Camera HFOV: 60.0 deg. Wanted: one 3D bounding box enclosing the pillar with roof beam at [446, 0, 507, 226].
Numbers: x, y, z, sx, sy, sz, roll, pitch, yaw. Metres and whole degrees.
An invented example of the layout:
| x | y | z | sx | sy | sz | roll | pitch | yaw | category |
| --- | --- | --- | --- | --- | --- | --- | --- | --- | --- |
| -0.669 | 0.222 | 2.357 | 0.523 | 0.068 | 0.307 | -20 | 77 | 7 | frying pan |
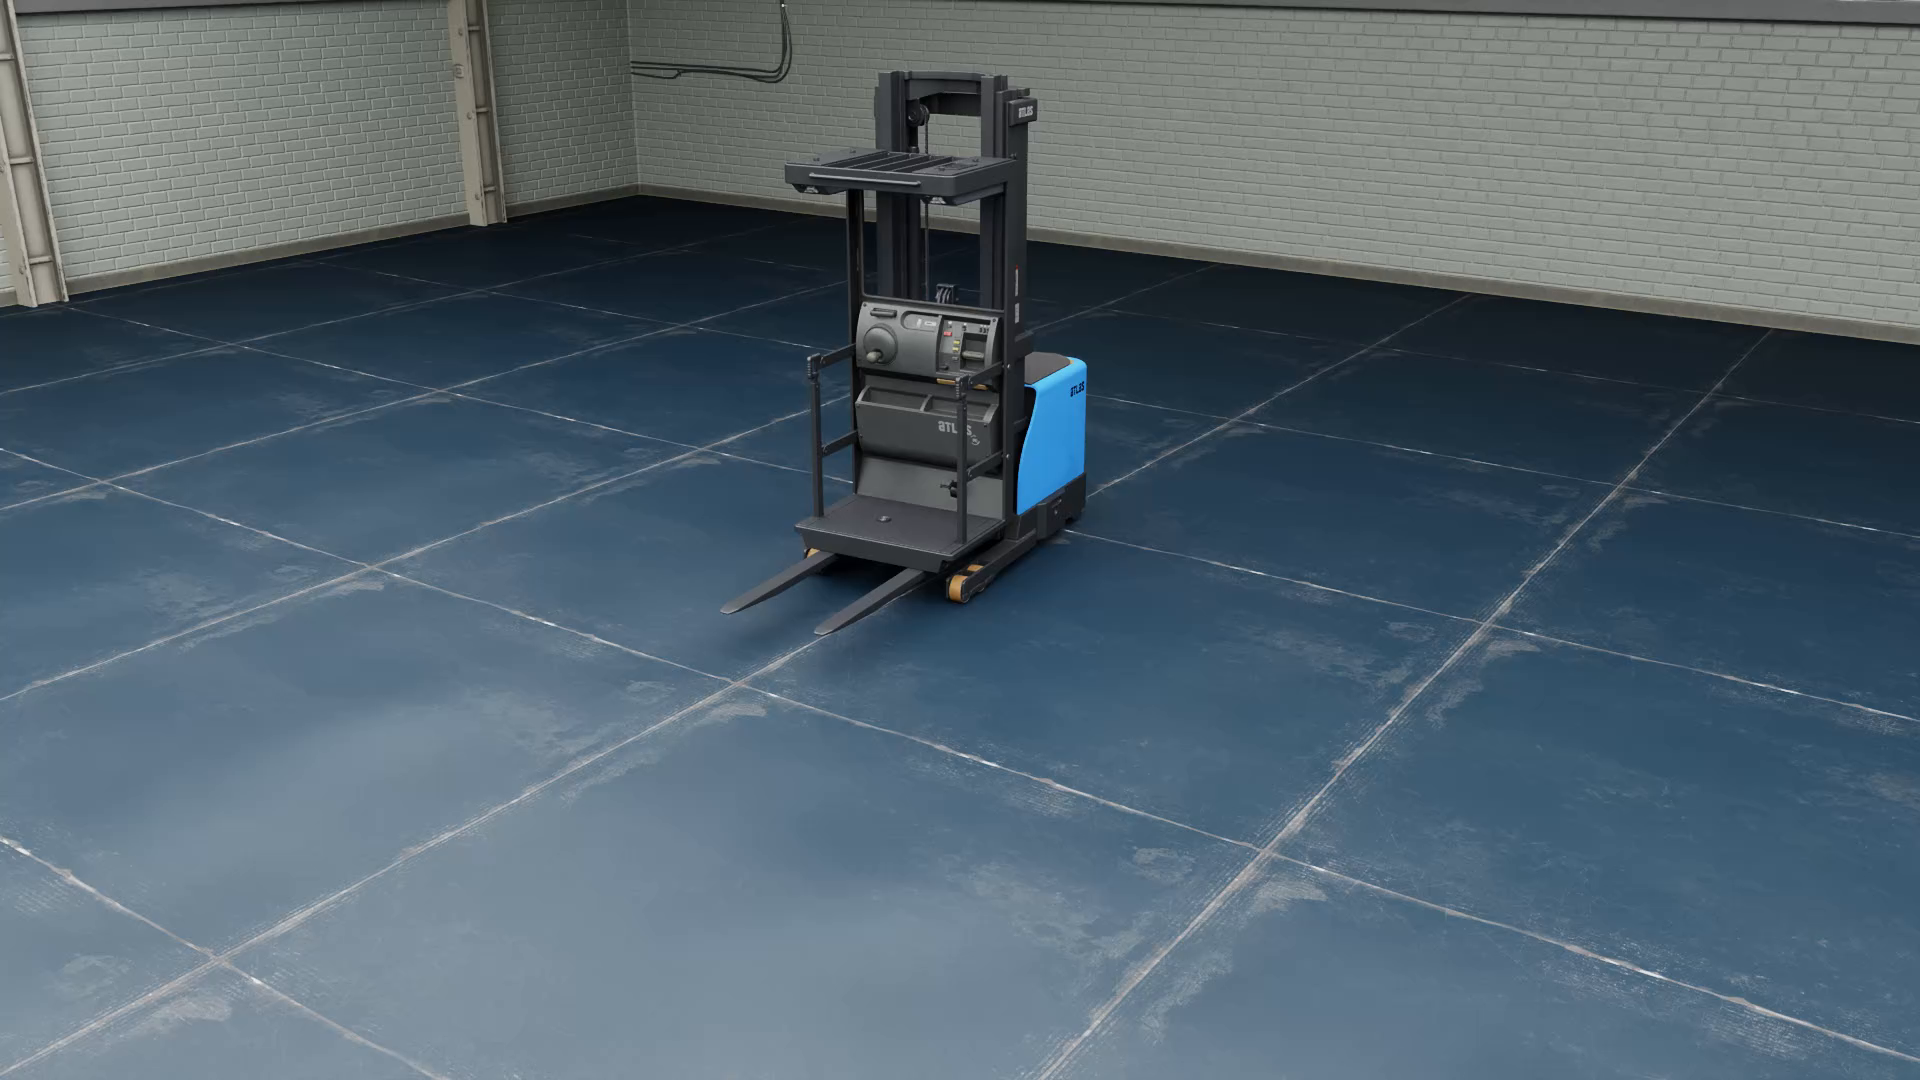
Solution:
| x | y | z | sx | sy | sz | roll | pitch | yaw | category |
| --- | --- | --- | --- | --- | --- | --- | --- | --- | --- |
| -2.740 | -7.612 | 18.373 | 9.100 | 9.000 | 0.400 | 13 | 24 | 32 | pillar with roof beam |

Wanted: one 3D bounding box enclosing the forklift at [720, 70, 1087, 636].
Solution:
| x | y | z | sx | sy | sz | roll | pitch | yaw | category |
| --- | --- | --- | --- | --- | --- | --- | --- | --- | --- |
| -0.299 | -1.182 | 9.736 | 1.130 | 2.935 | 3.031 | 11 | 23 | 26 | forklift |

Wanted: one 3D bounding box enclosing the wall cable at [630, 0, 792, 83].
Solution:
| x | y | z | sx | sy | sz | roll | pitch | yaw | category |
| --- | --- | --- | --- | --- | --- | --- | --- | --- | --- |
| -3.551 | -7.583 | 22.769 | 3.097 | 2.526 | 0.112 | 13 | 24 | 32 | wall cable |

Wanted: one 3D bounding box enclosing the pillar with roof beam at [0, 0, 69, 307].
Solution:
| x | y | z | sx | sy | sz | roll | pitch | yaw | category |
| --- | --- | --- | --- | --- | --- | --- | --- | --- | --- |
| -6.113 | -5.891 | 13.719 | 9.100 | 9.000 | 0.400 | 13 | 24 | 32 | pillar with roof beam |
